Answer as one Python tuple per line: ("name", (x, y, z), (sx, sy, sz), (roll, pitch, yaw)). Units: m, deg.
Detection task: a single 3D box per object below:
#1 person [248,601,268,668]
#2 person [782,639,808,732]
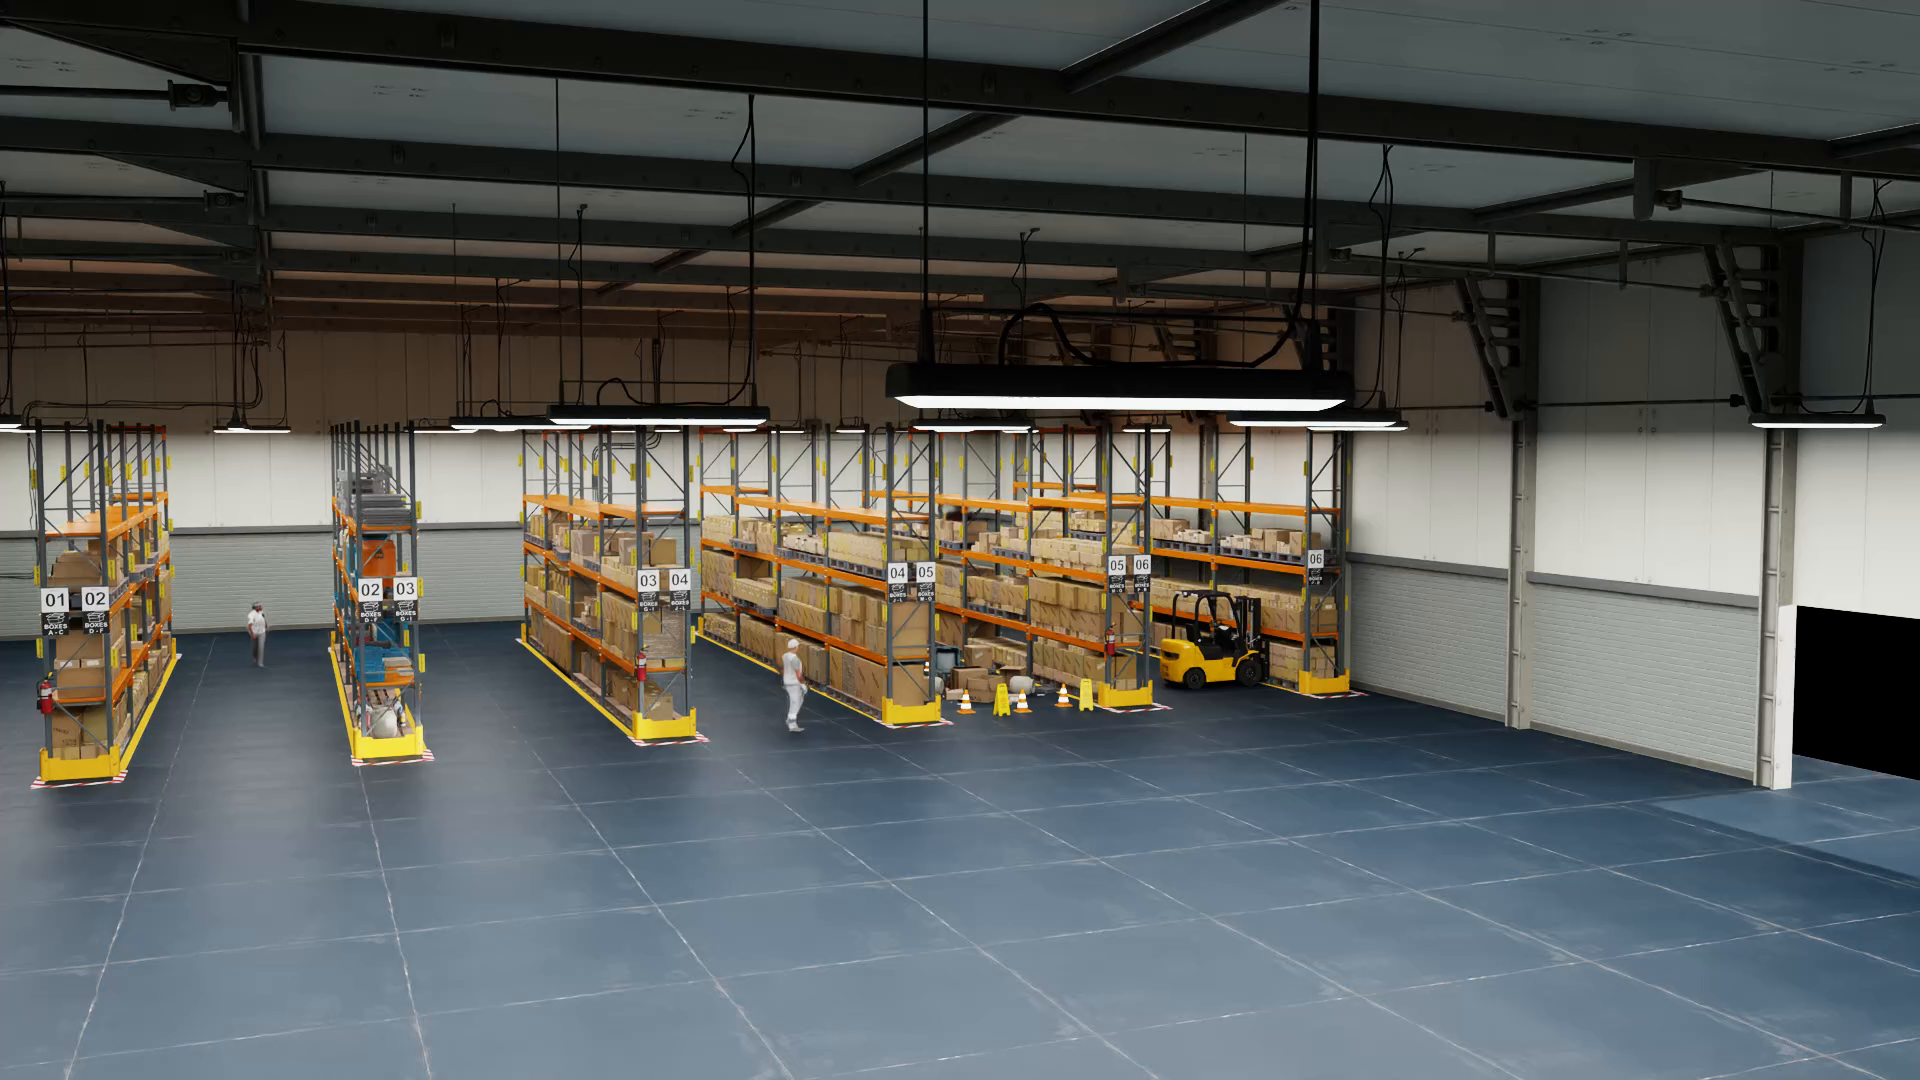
("person", (-17.414, 2.322, 41.271), (0.423, 1.644, 0.928), (-1, 4, -18))
("person", (-3.208, 2.818, 32.297), (0.441, 1.796, 0.633), (-1, 4, -15))
